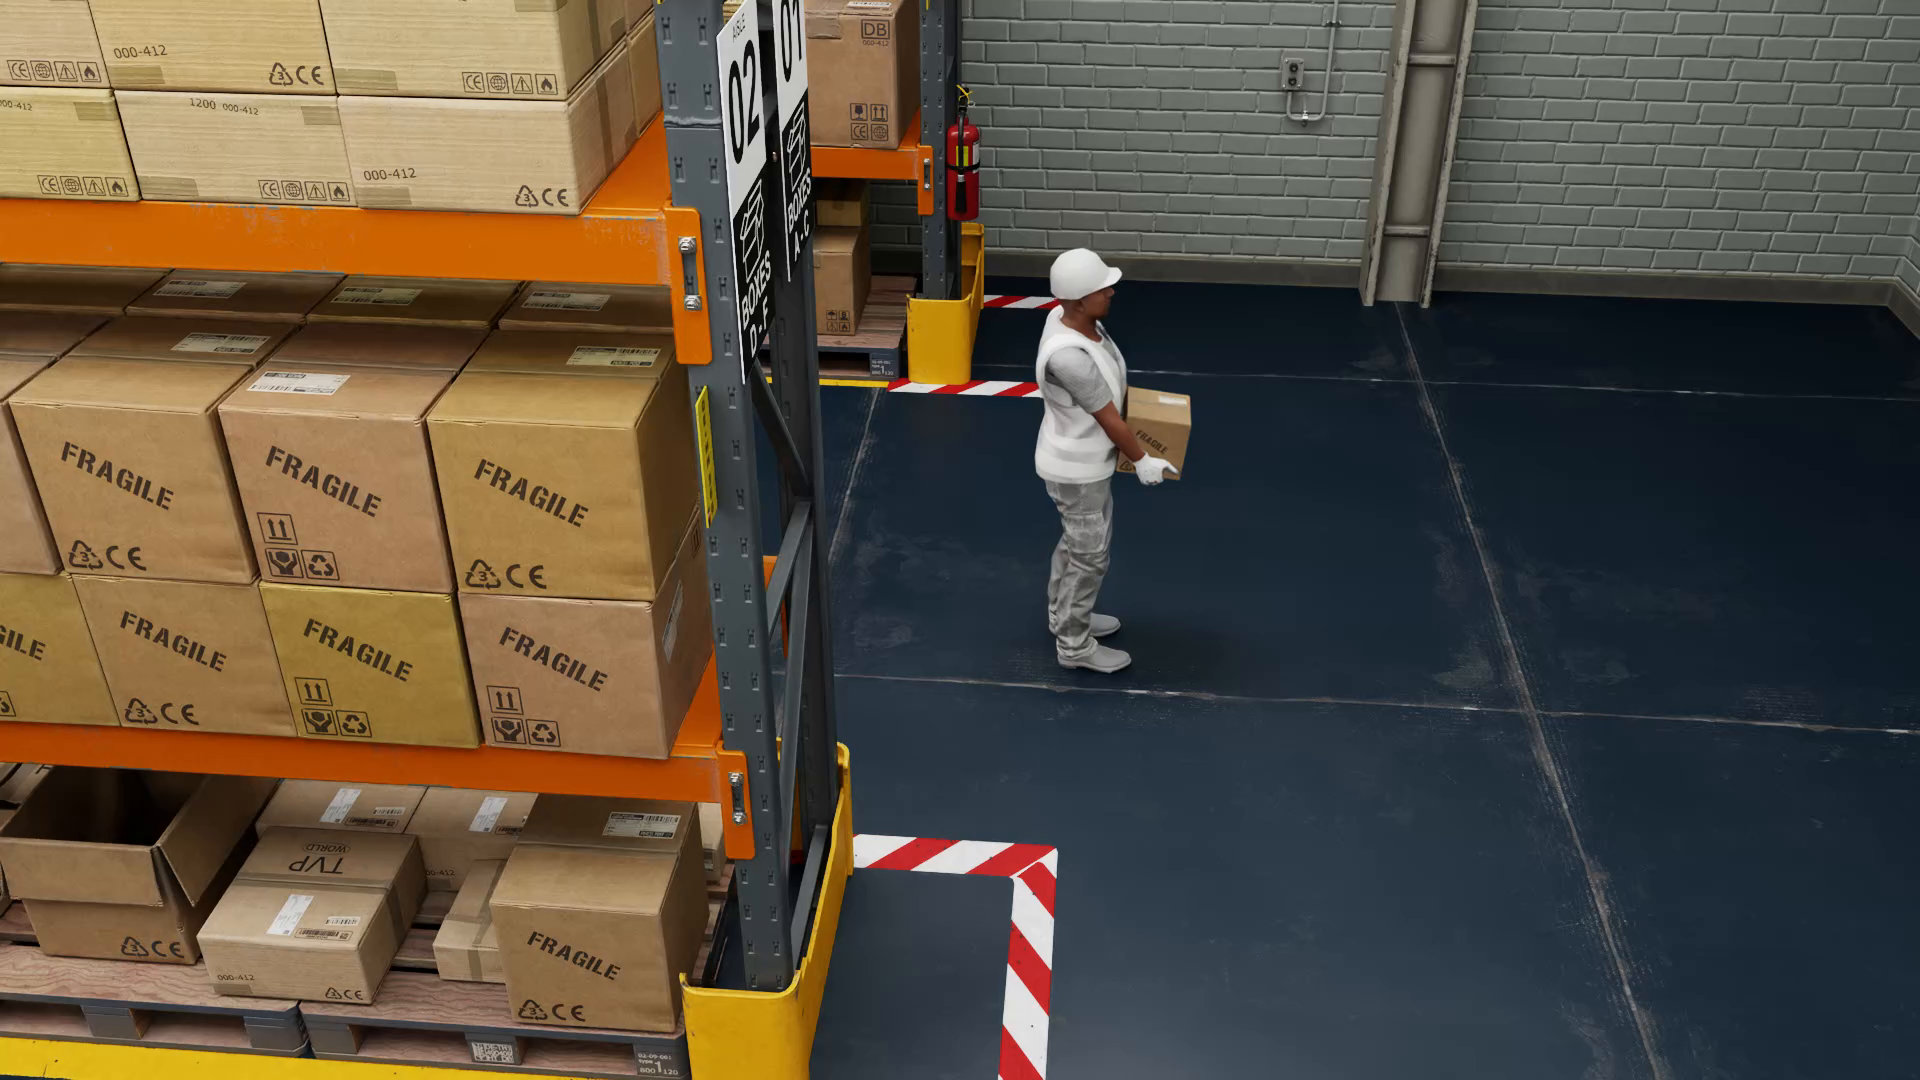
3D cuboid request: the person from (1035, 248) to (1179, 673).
[{"bbox_3d":[0.580,-0.306,6.613,0.564,1.781,0.488,3,32,5],"label":"person"}]
